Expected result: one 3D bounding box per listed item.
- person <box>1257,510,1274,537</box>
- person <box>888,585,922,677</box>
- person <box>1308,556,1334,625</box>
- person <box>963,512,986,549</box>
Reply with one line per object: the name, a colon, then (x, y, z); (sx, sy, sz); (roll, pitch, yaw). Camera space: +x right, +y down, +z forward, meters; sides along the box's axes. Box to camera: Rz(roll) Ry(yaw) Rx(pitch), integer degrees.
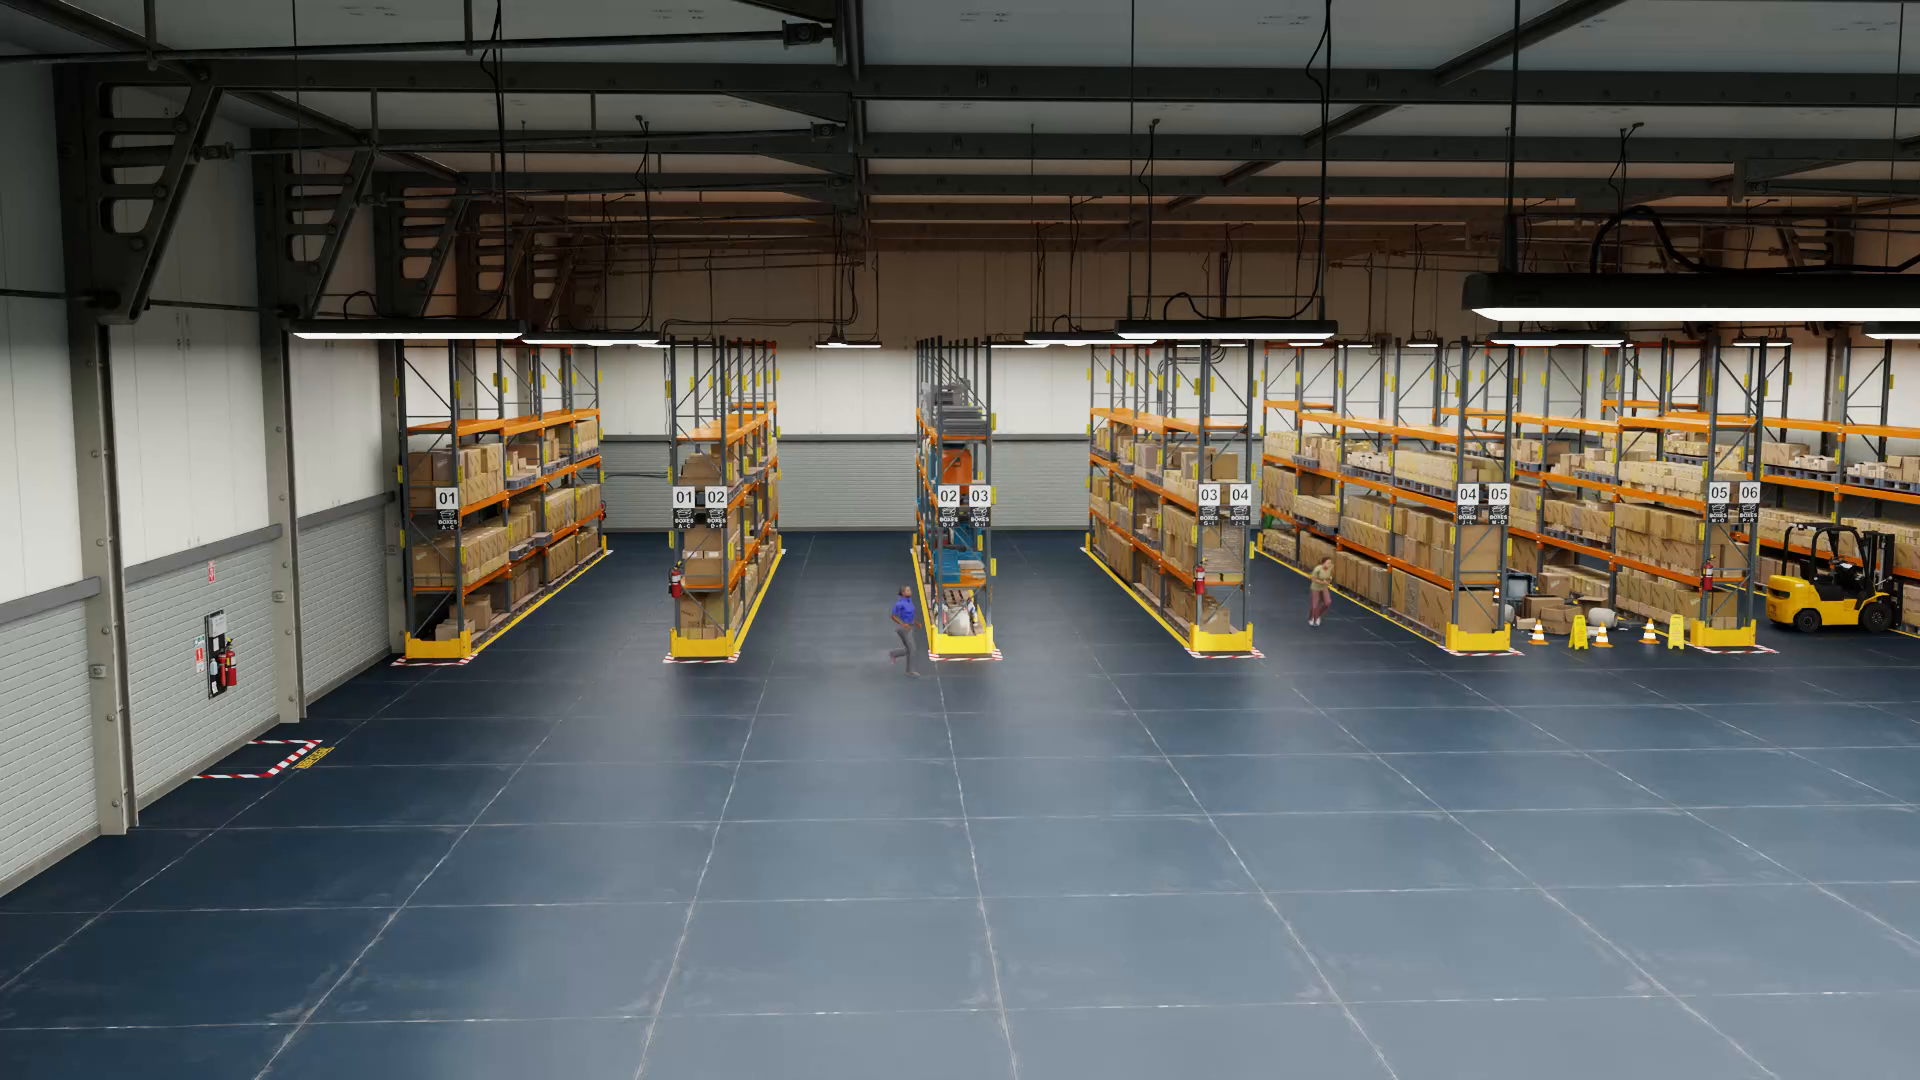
person: (9.208, -0.740, 49.364); (0.654, 1.747, 0.655); (-6, 9, -41)
person: (-1.008, 1.599, 29.403); (0.675, 1.631, 0.576); (3, 7, 23)
person: (7.510, 1.057, 34.513); (0.611, 1.488, 0.878); (-2, 7, -17)
person: (0.210, -0.616, 48.224); (0.930, 1.747, 0.732); (4, 8, 33)
